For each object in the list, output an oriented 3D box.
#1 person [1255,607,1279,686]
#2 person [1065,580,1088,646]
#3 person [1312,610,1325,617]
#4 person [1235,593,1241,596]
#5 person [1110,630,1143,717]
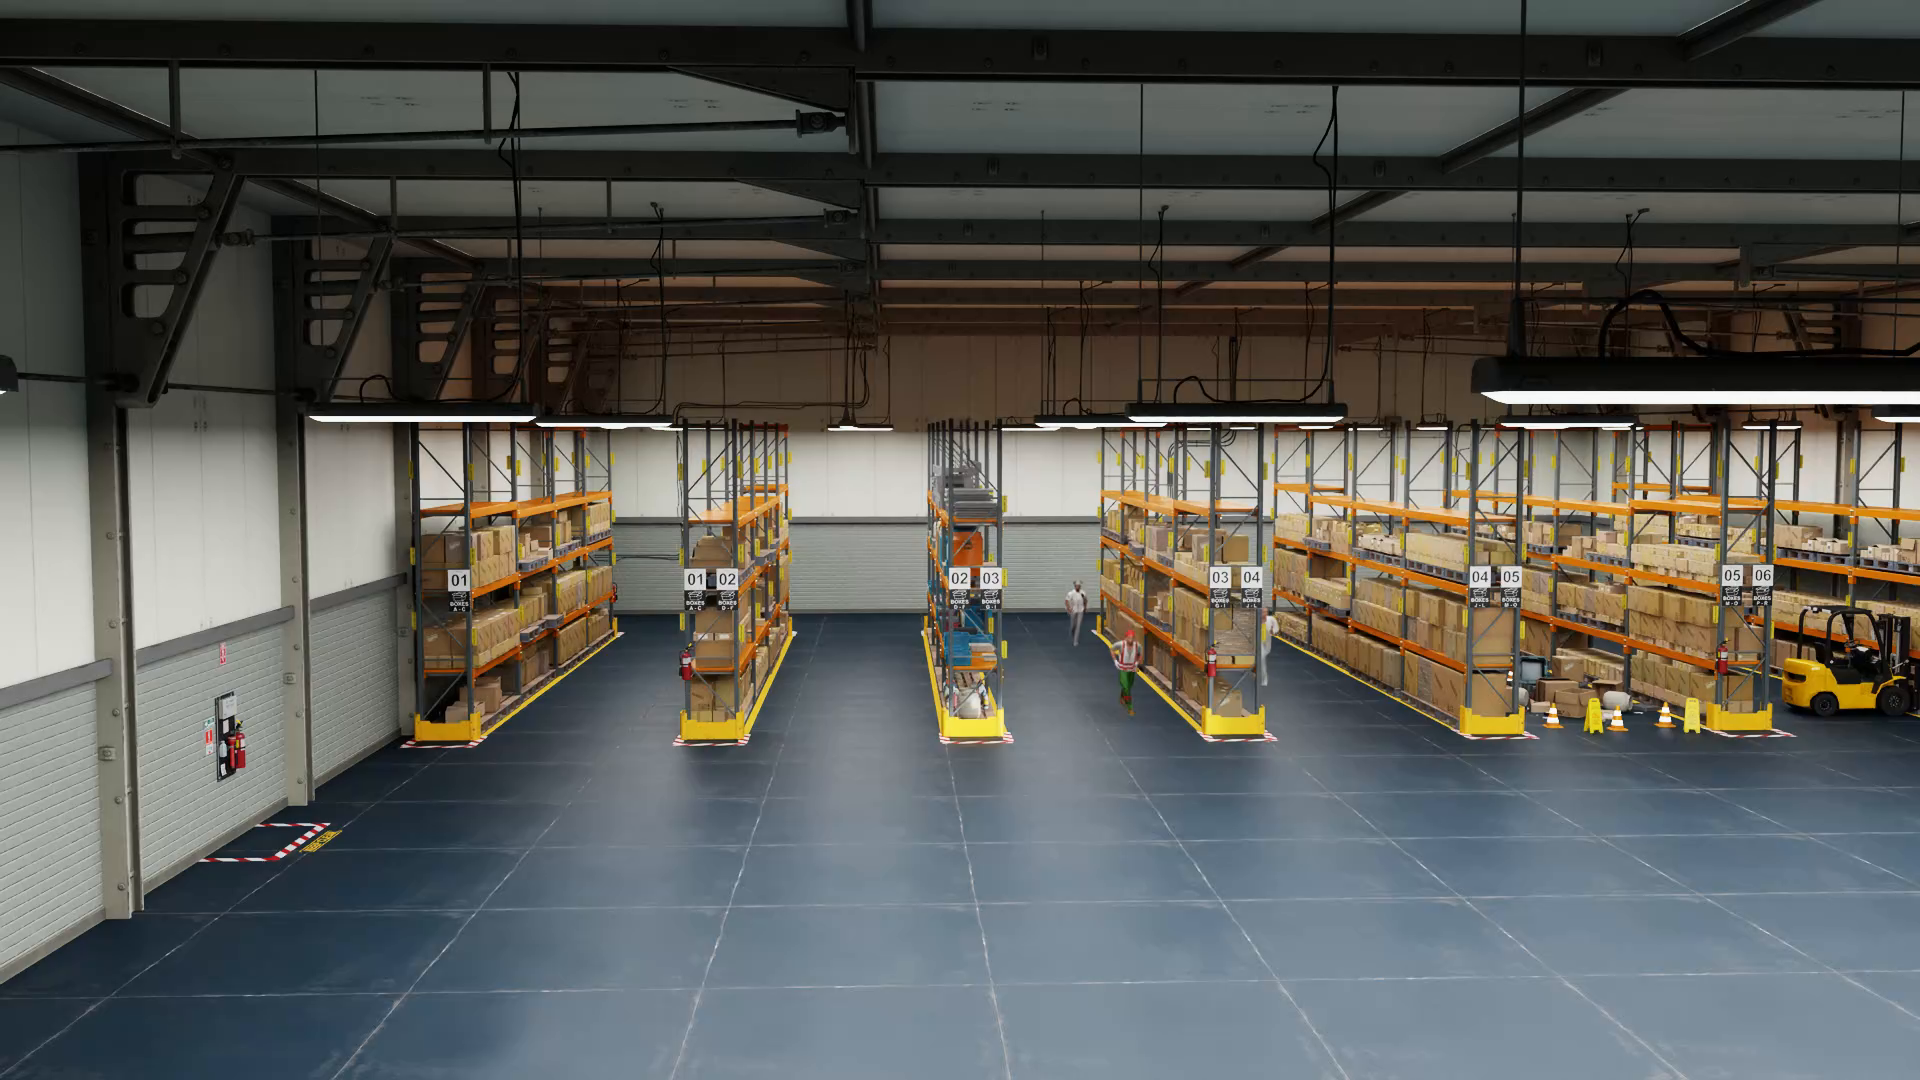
[{"bbox_3d":[6.931,2.454,38.267,0.703,1.697,1.072,-1,4,-9],"label":"person"},{"bbox_3d":[3.019,1.867,42.966,0.598,1.669,0.681,0,4,-7],"label":"person"},{"bbox_3d":[10.414,1.801,48.985,0.660,1.607,0.818,-4,5,-45],"label":"person"},{"bbox_3d":[7.119,2.138,42.570,0.568,1.678,0.940,0,4,-7],"label":"person"},{"bbox_3d":[3.397,2.695,34.110,0.663,1.780,0.996,0,4,-6],"label":"person"}]
